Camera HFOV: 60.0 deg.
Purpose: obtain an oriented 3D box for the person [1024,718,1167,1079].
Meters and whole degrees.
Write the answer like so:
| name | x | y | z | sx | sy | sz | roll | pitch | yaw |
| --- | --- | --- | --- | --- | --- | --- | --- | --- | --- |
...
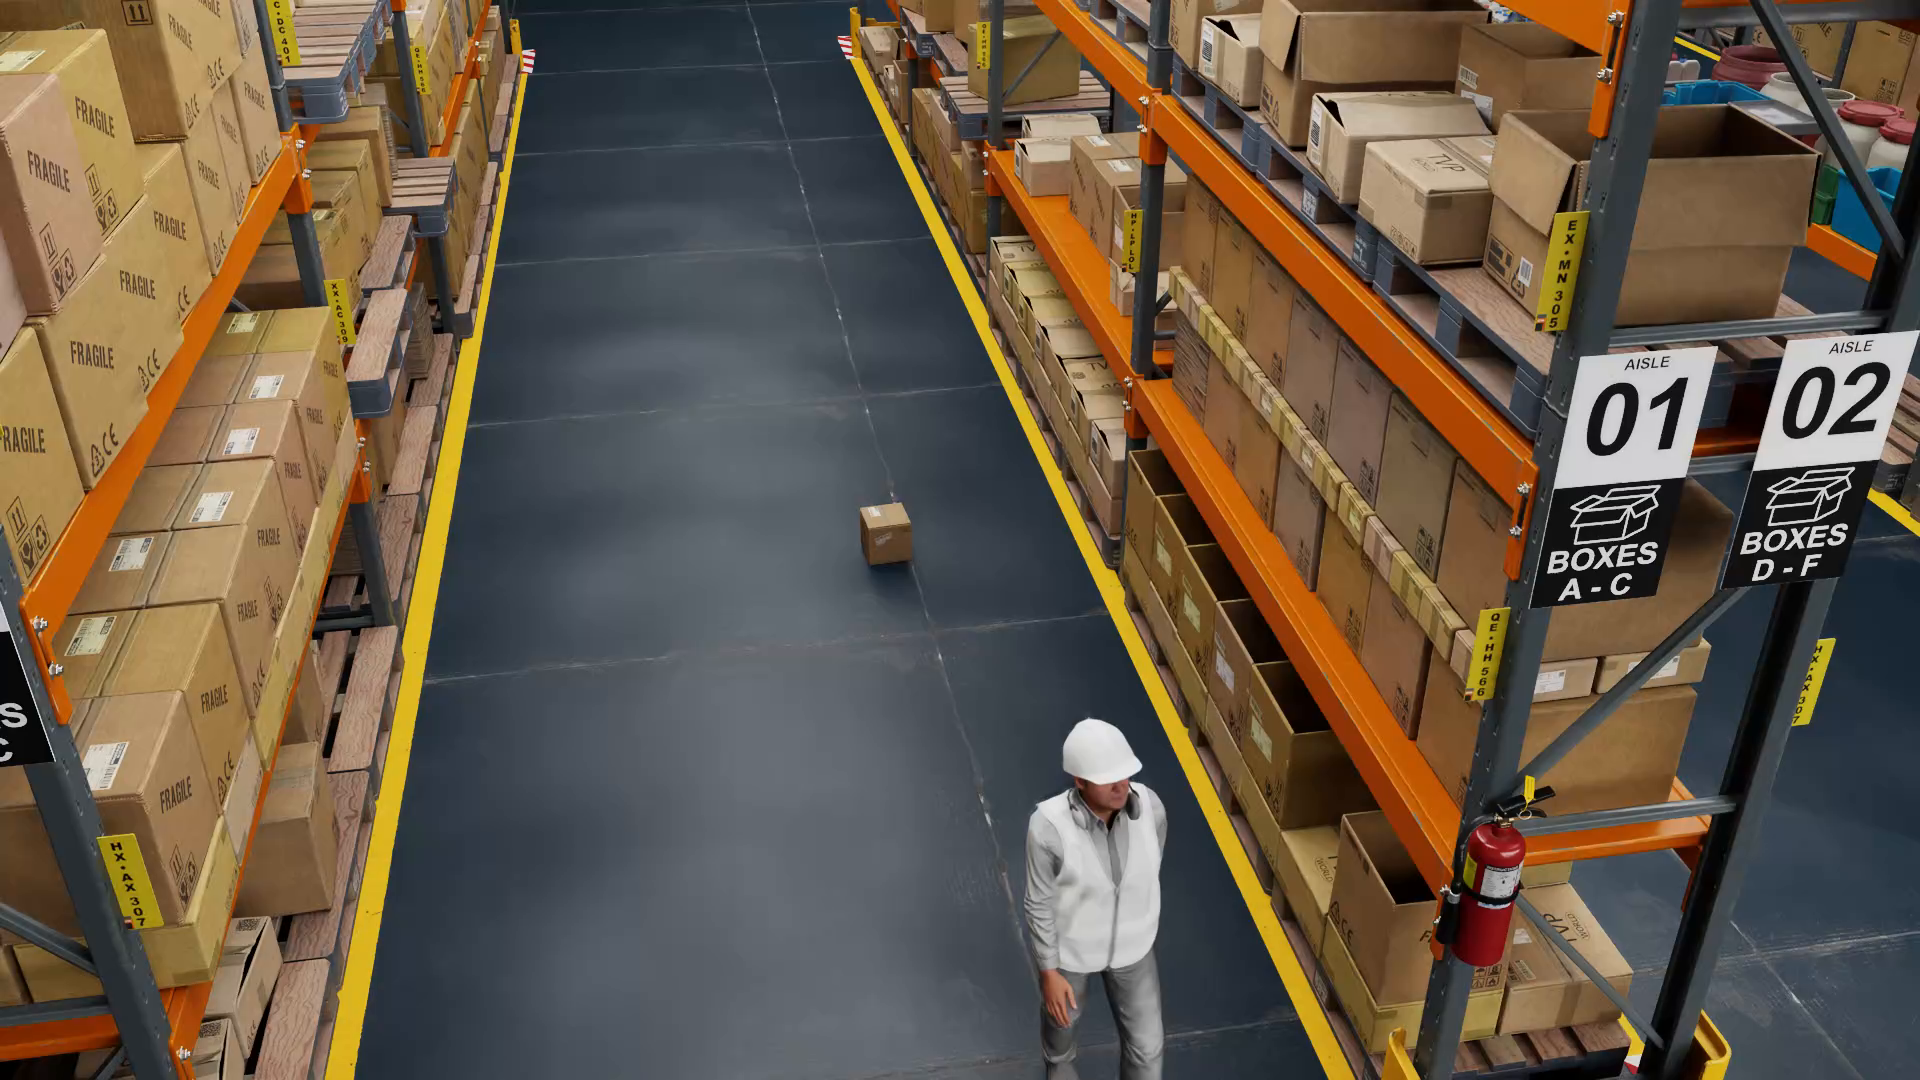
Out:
| name | x | y | z | sx | sy | sz | roll | pitch | yaw |
| --- | --- | --- | --- | --- | --- | --- | --- | --- | --- |
| person | 0.483 | 1.429 | 5.695 | 0.538 | 1.793 | 0.807 | -7 | 31 | -12 |
